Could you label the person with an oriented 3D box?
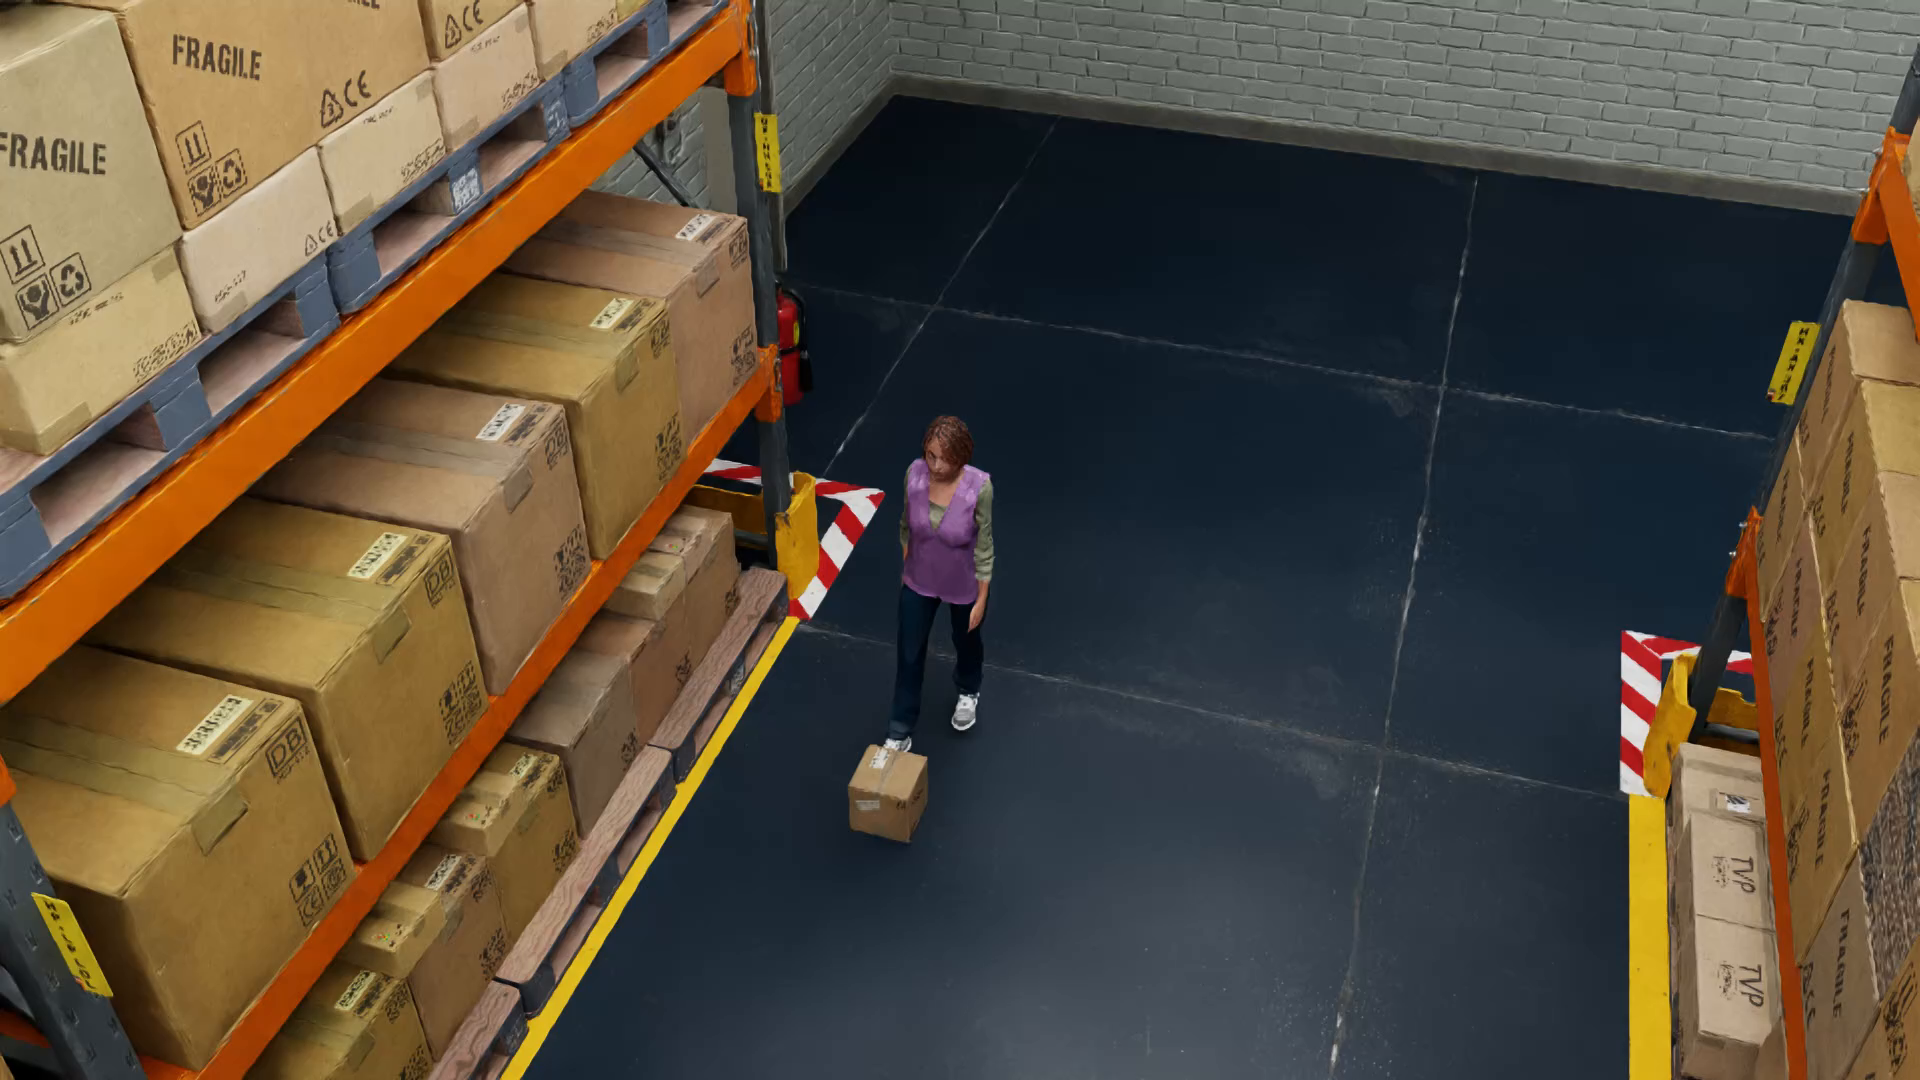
[{"bbox_3d":[-0.082,0.219,6.603,0.429,1.587,0.635,8,38,11],"label":"person"}]
